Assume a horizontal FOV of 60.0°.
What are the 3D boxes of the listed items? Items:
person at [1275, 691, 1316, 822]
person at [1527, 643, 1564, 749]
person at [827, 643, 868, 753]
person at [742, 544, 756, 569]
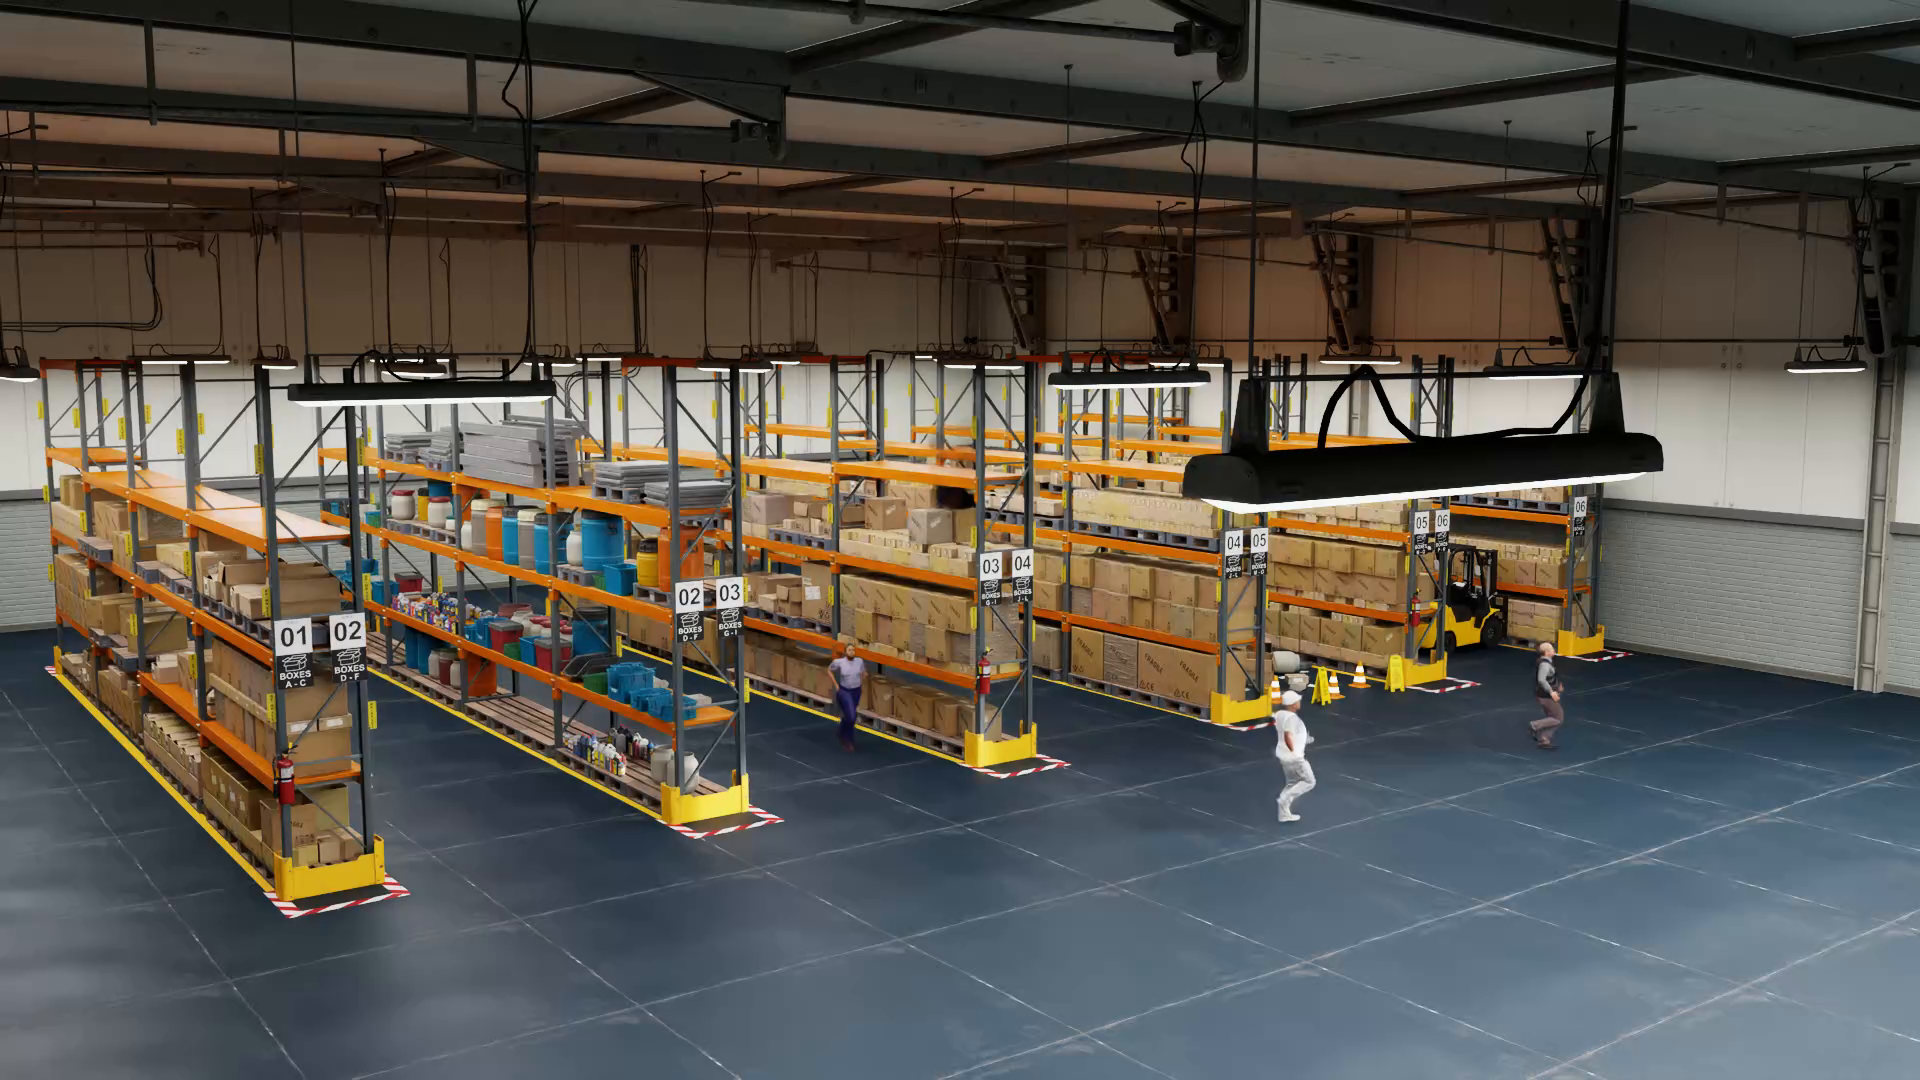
[{"bbox_3d":[4.402,2.845,21.875,0.590,1.744,0.692,-2,7,-14],"label":"person"},{"bbox_3d":[9.083,2.421,25.786,0.573,1.676,0.673,1,7,8],"label":"person"},{"bbox_3d":[-1.715,2.438,25.860,0.574,1.719,0.754,-5,8,-35],"label":"person"},{"bbox_3d":[-5.339,0.484,41.432,0.608,1.735,0.706,-6,9,-43],"label":"person"}]
